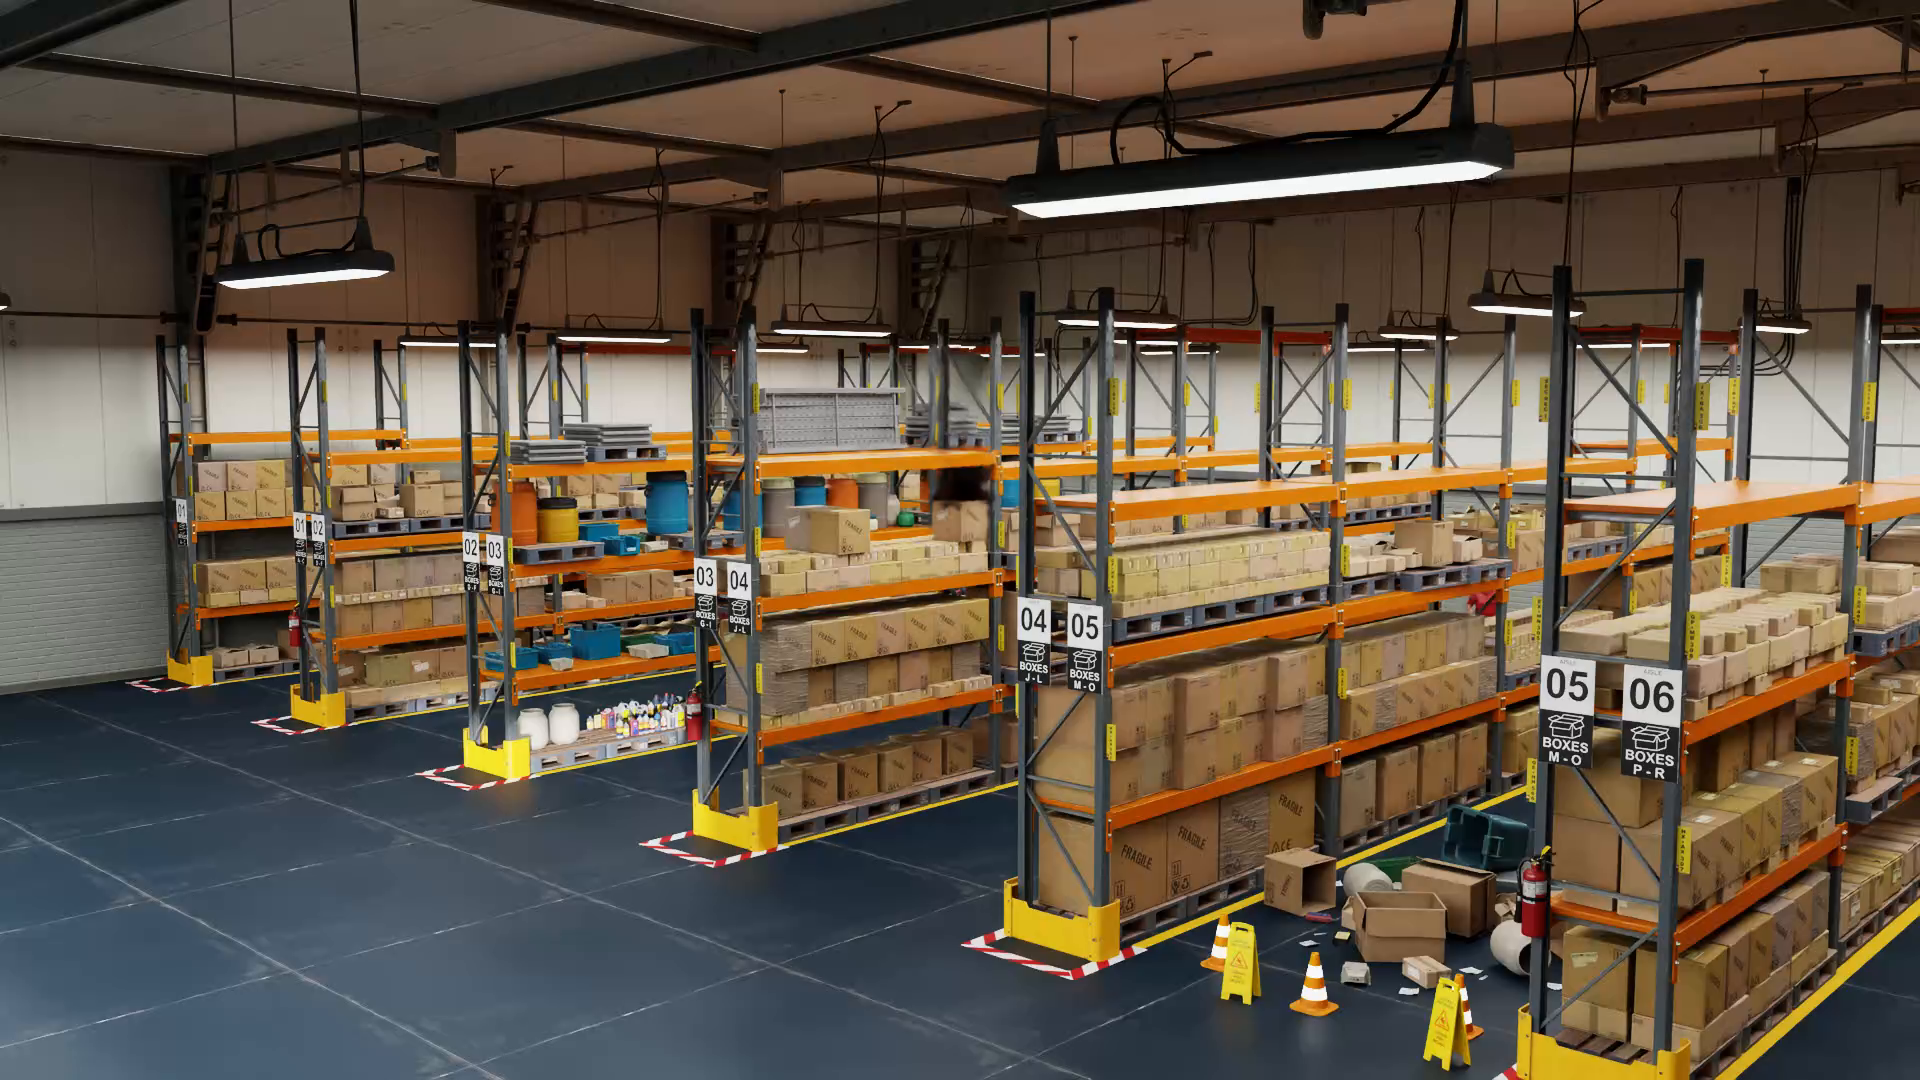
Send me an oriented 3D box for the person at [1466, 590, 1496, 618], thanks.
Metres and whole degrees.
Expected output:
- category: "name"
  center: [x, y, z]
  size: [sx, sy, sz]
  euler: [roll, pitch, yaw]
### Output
- category: "person"
  center: [9.516, 1.516, 30.053]
  size: [0.693, 1.693, 0.540]
  euler: [0, 5, 5]
